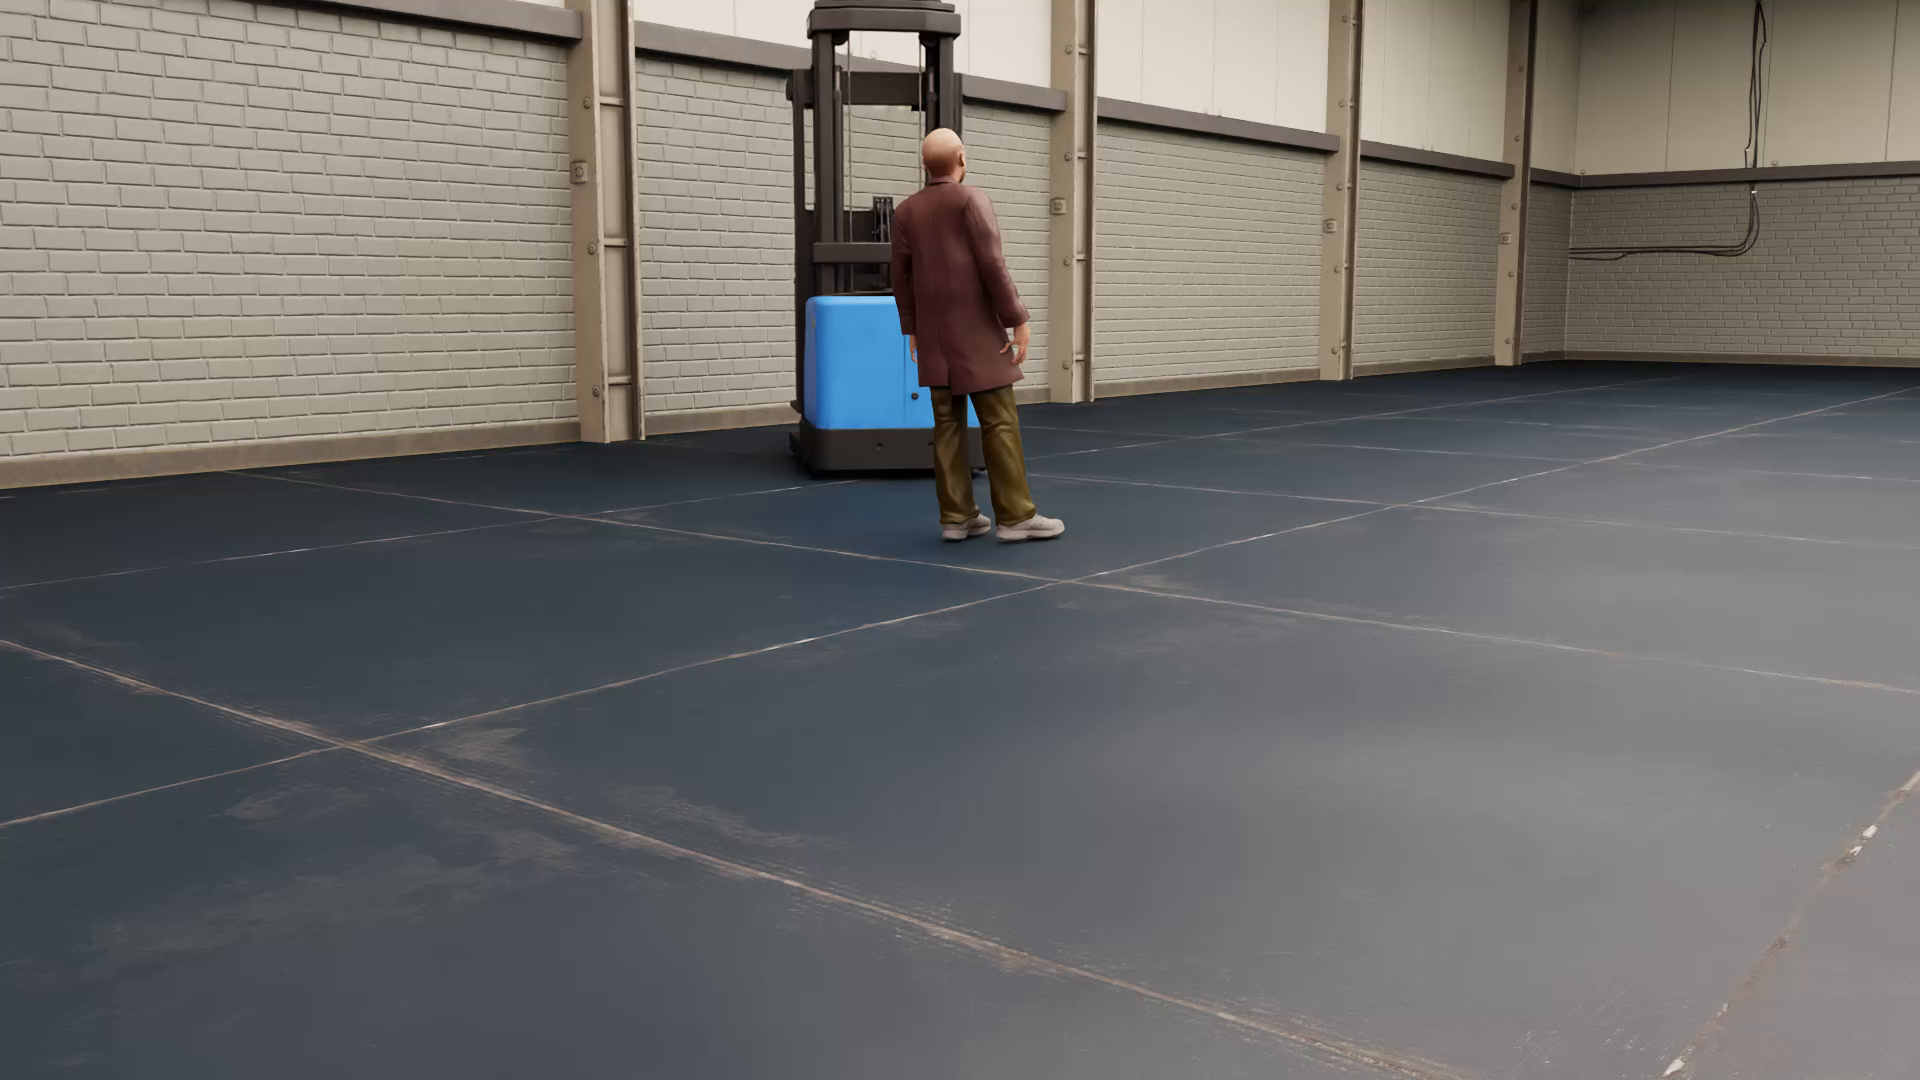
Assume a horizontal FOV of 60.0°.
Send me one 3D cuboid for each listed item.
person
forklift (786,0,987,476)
[{"bbox_3d":[0.061,-0.897,7.344,0.698,1.778,0.579,7,11,38],"label":"person"},{"bbox_3d":[-0.567,-2.010,11.021,1.130,2.935,3.031,-1,8,-9],"label":"forklift"}]
